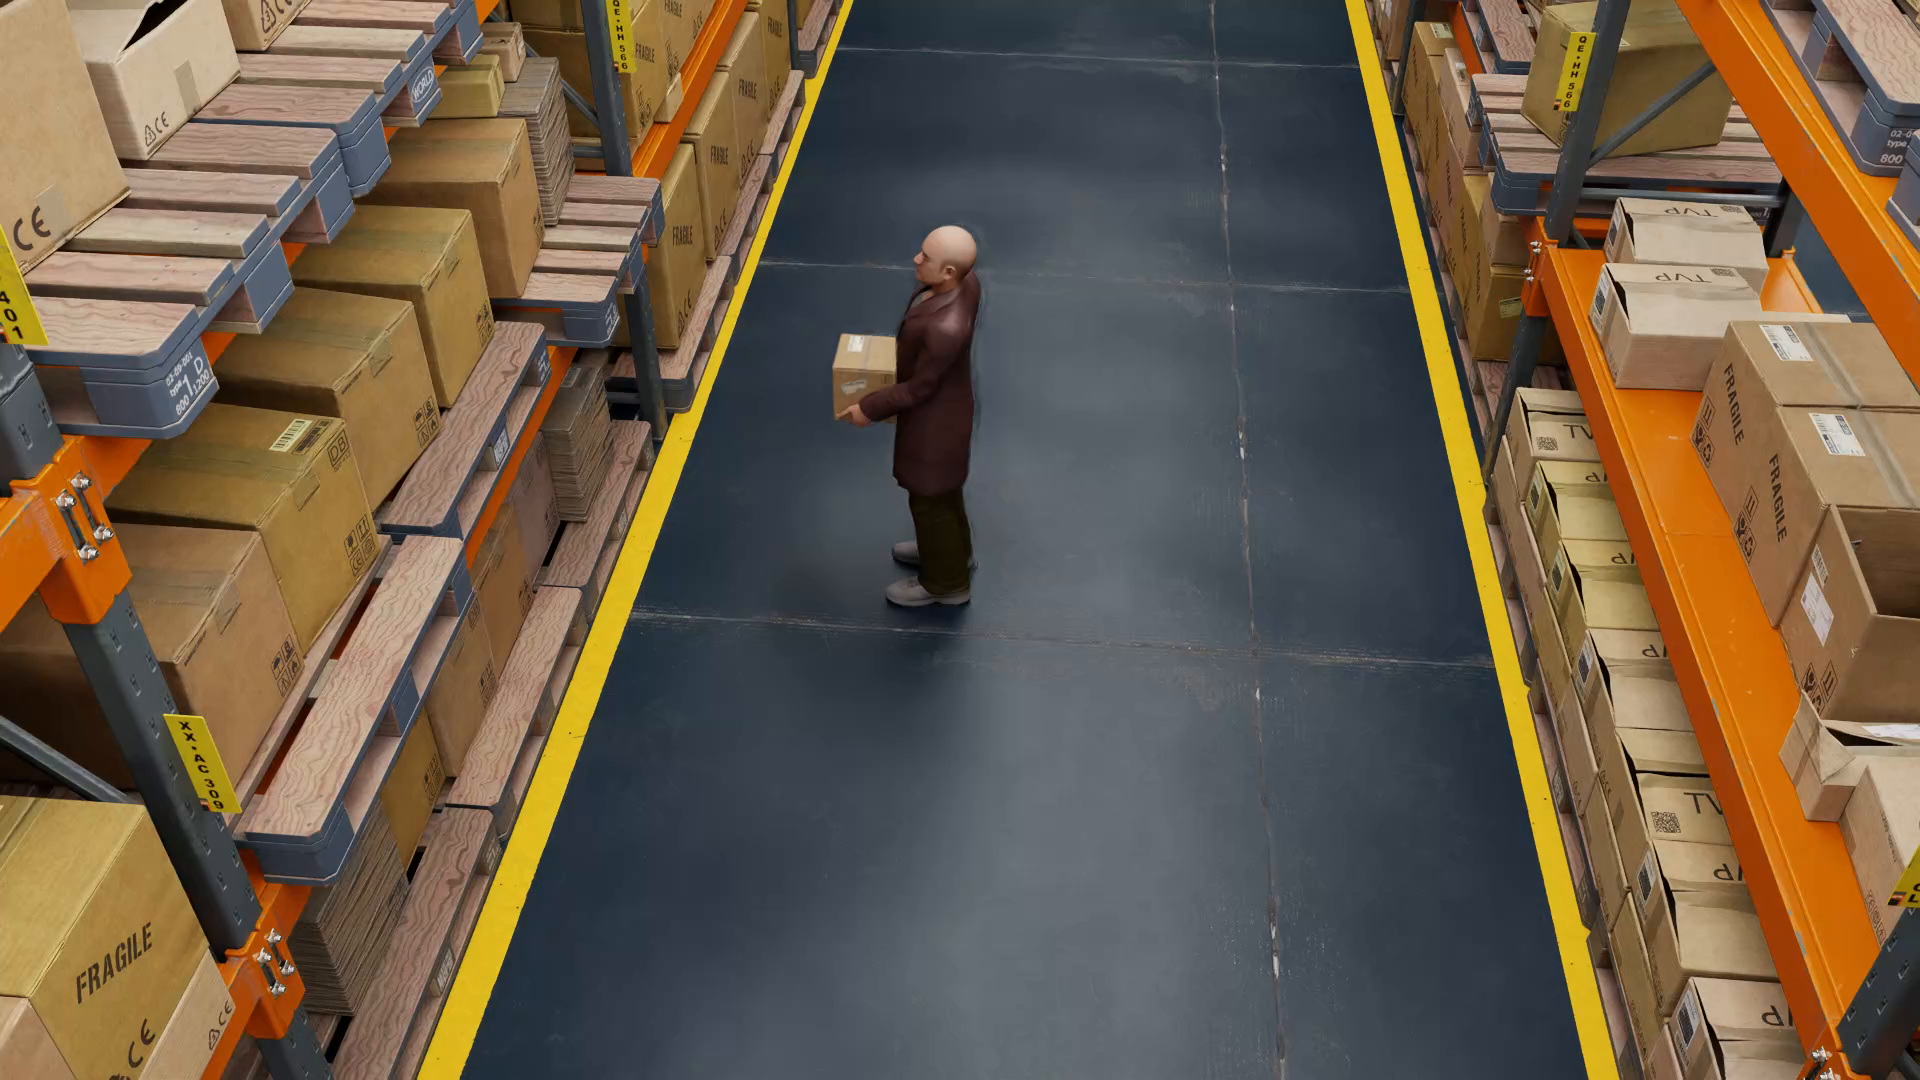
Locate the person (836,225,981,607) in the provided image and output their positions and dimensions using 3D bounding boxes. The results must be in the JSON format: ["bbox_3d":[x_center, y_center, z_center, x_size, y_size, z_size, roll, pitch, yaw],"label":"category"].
[{"bbox_3d":[-0.205,-0.495,6.766,0.554,1.775,0.537,3,40,3],"label":"person"}]
